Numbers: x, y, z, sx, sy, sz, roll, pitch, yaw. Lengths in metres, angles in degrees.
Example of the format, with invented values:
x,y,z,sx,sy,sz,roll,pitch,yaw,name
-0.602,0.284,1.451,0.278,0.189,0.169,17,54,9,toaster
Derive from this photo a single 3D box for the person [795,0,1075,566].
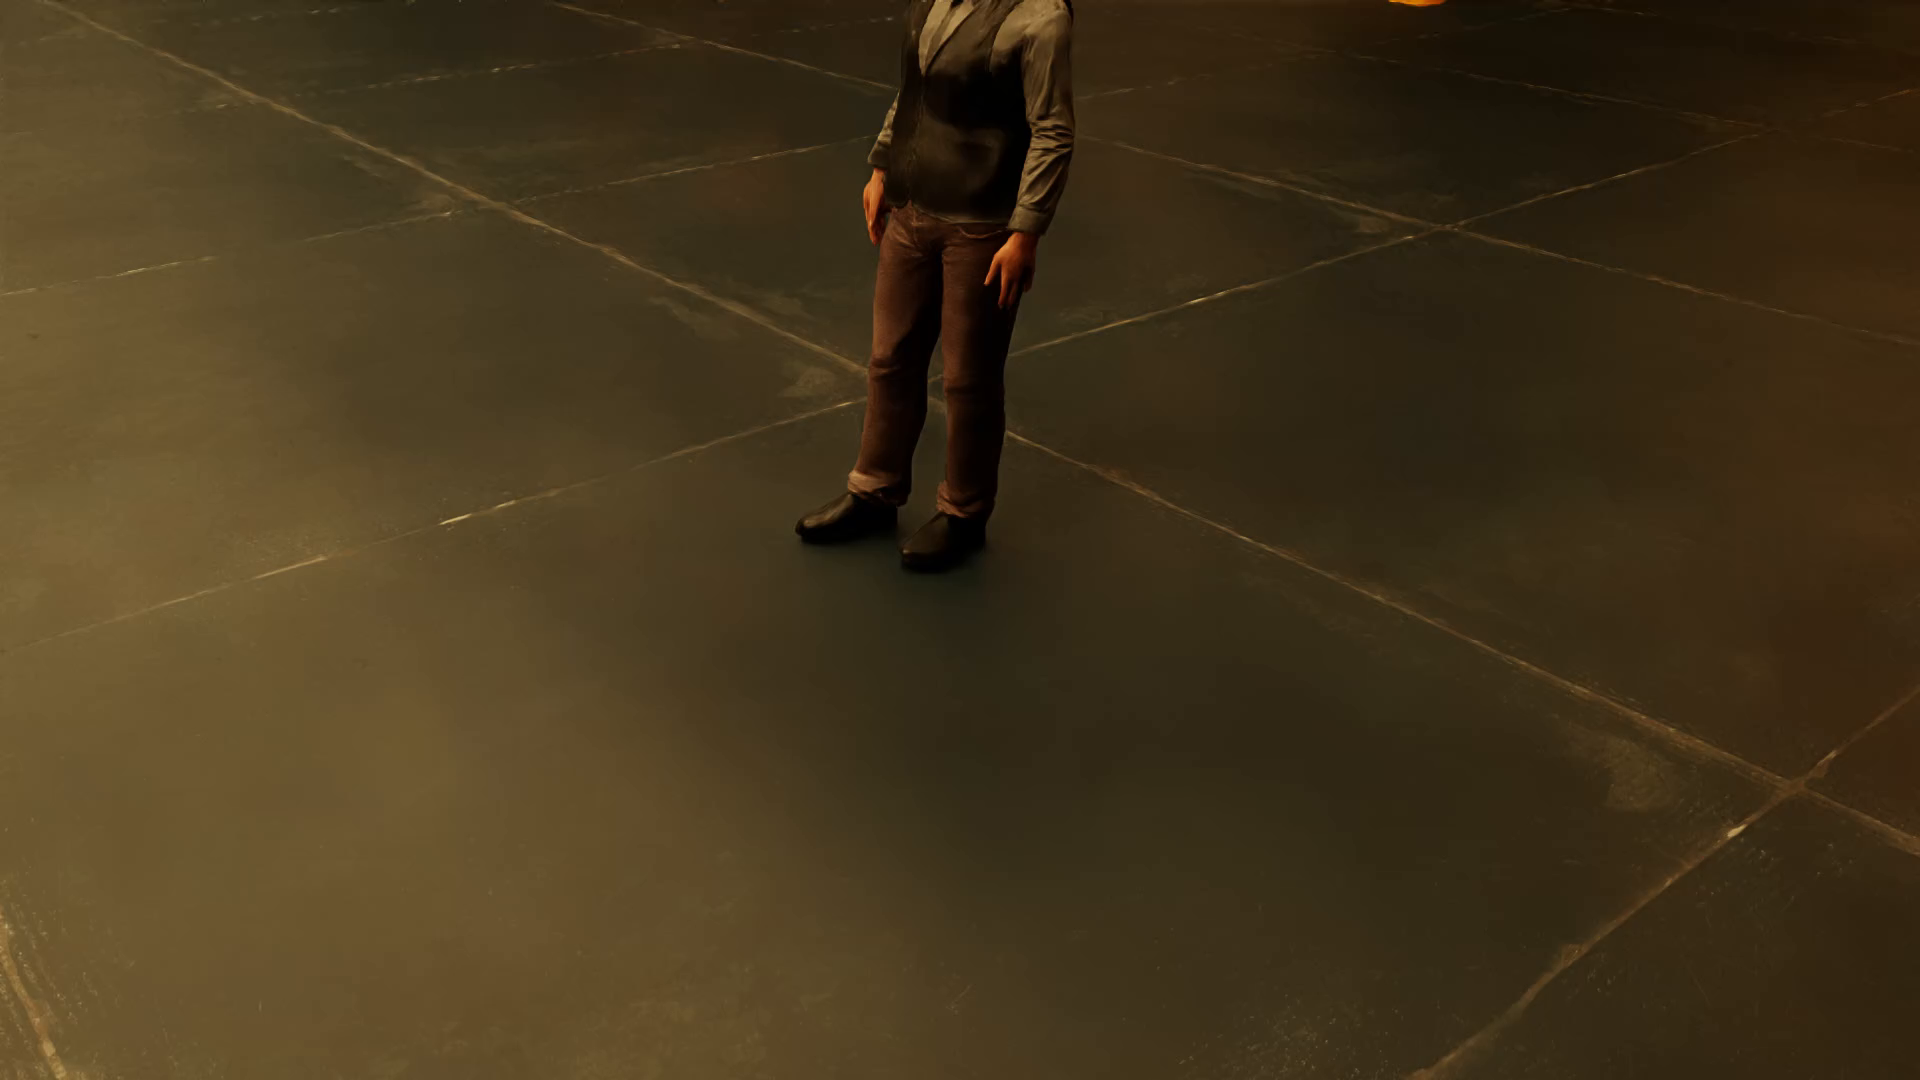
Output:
x,y,z,sx,sy,sz,roll,pitch,yaw,name
-0.053,-0.763,4.085,0.567,1.720,0.632,-20,33,-35,person
